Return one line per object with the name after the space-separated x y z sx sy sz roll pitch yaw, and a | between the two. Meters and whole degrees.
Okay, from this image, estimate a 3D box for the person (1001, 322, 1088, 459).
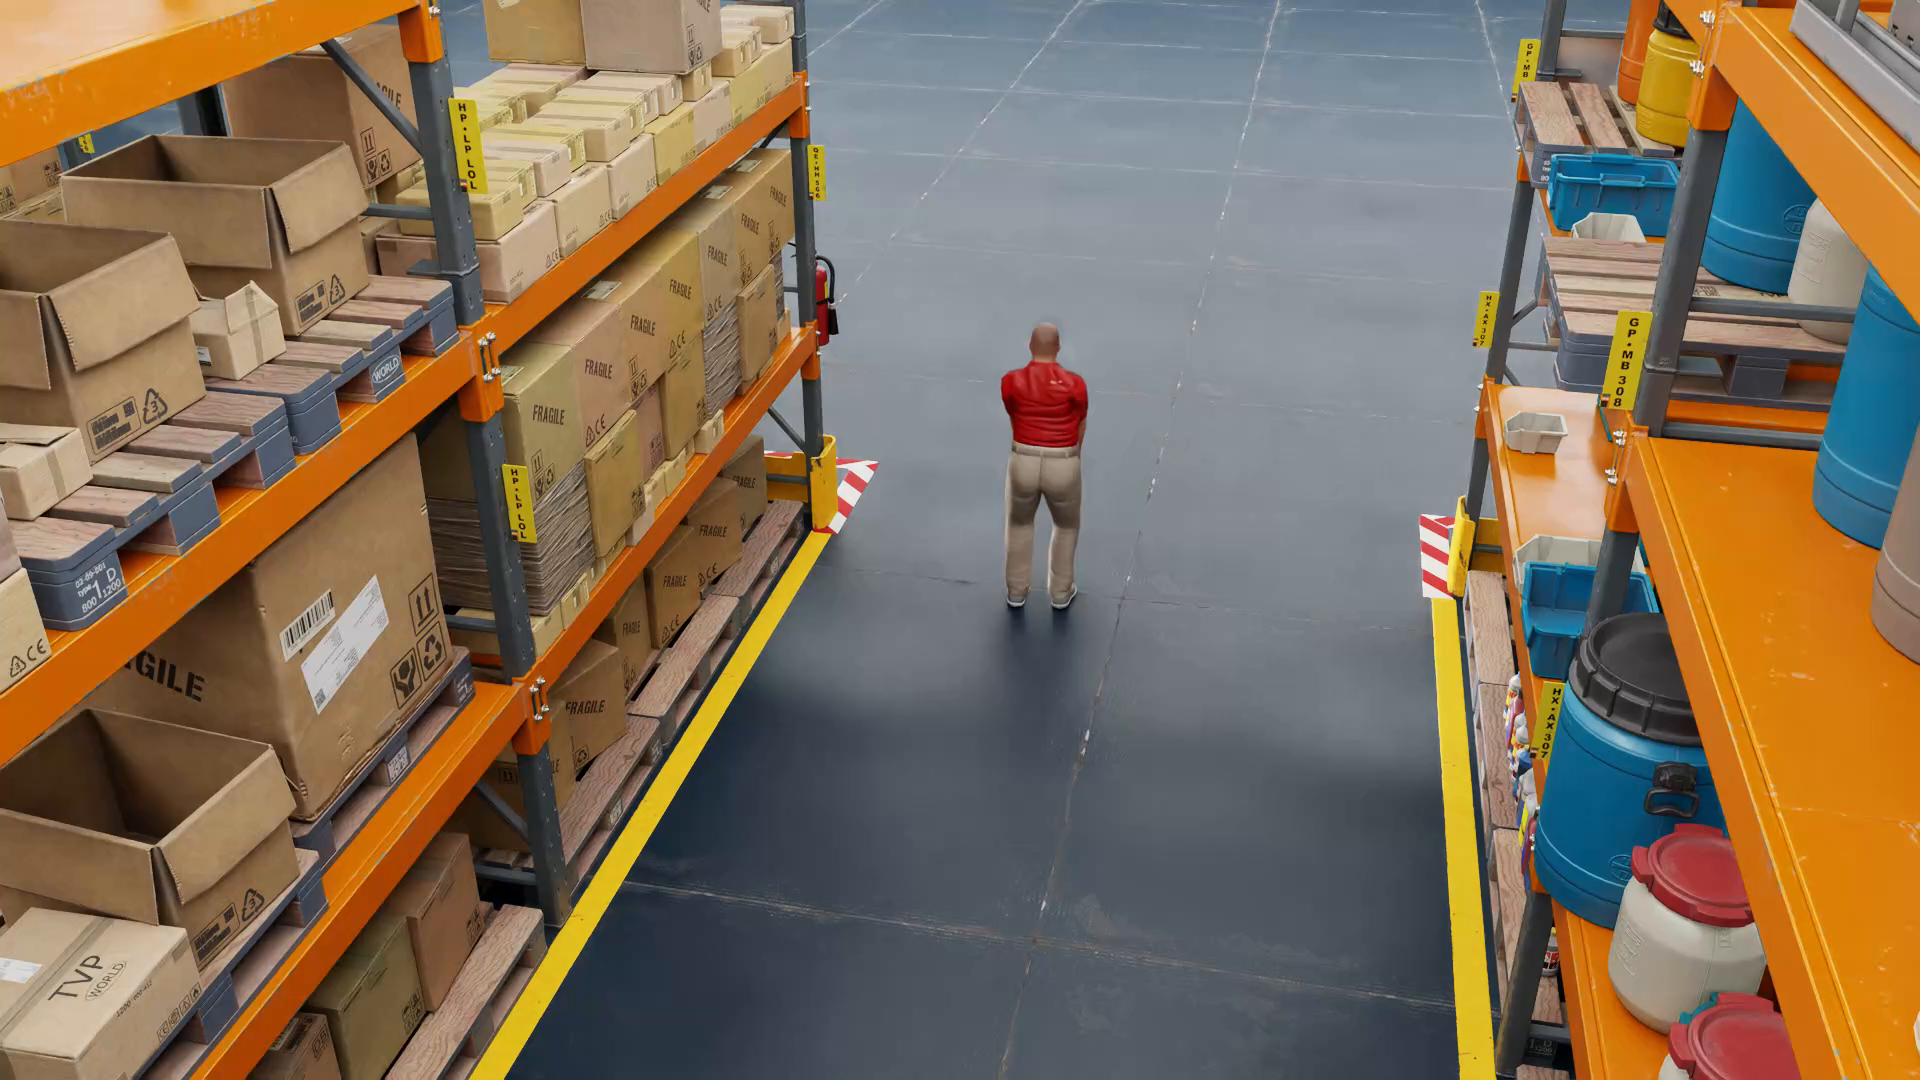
0.483 -0.806 9.288 0.489 0.915 0.480 5 29 10 | person
